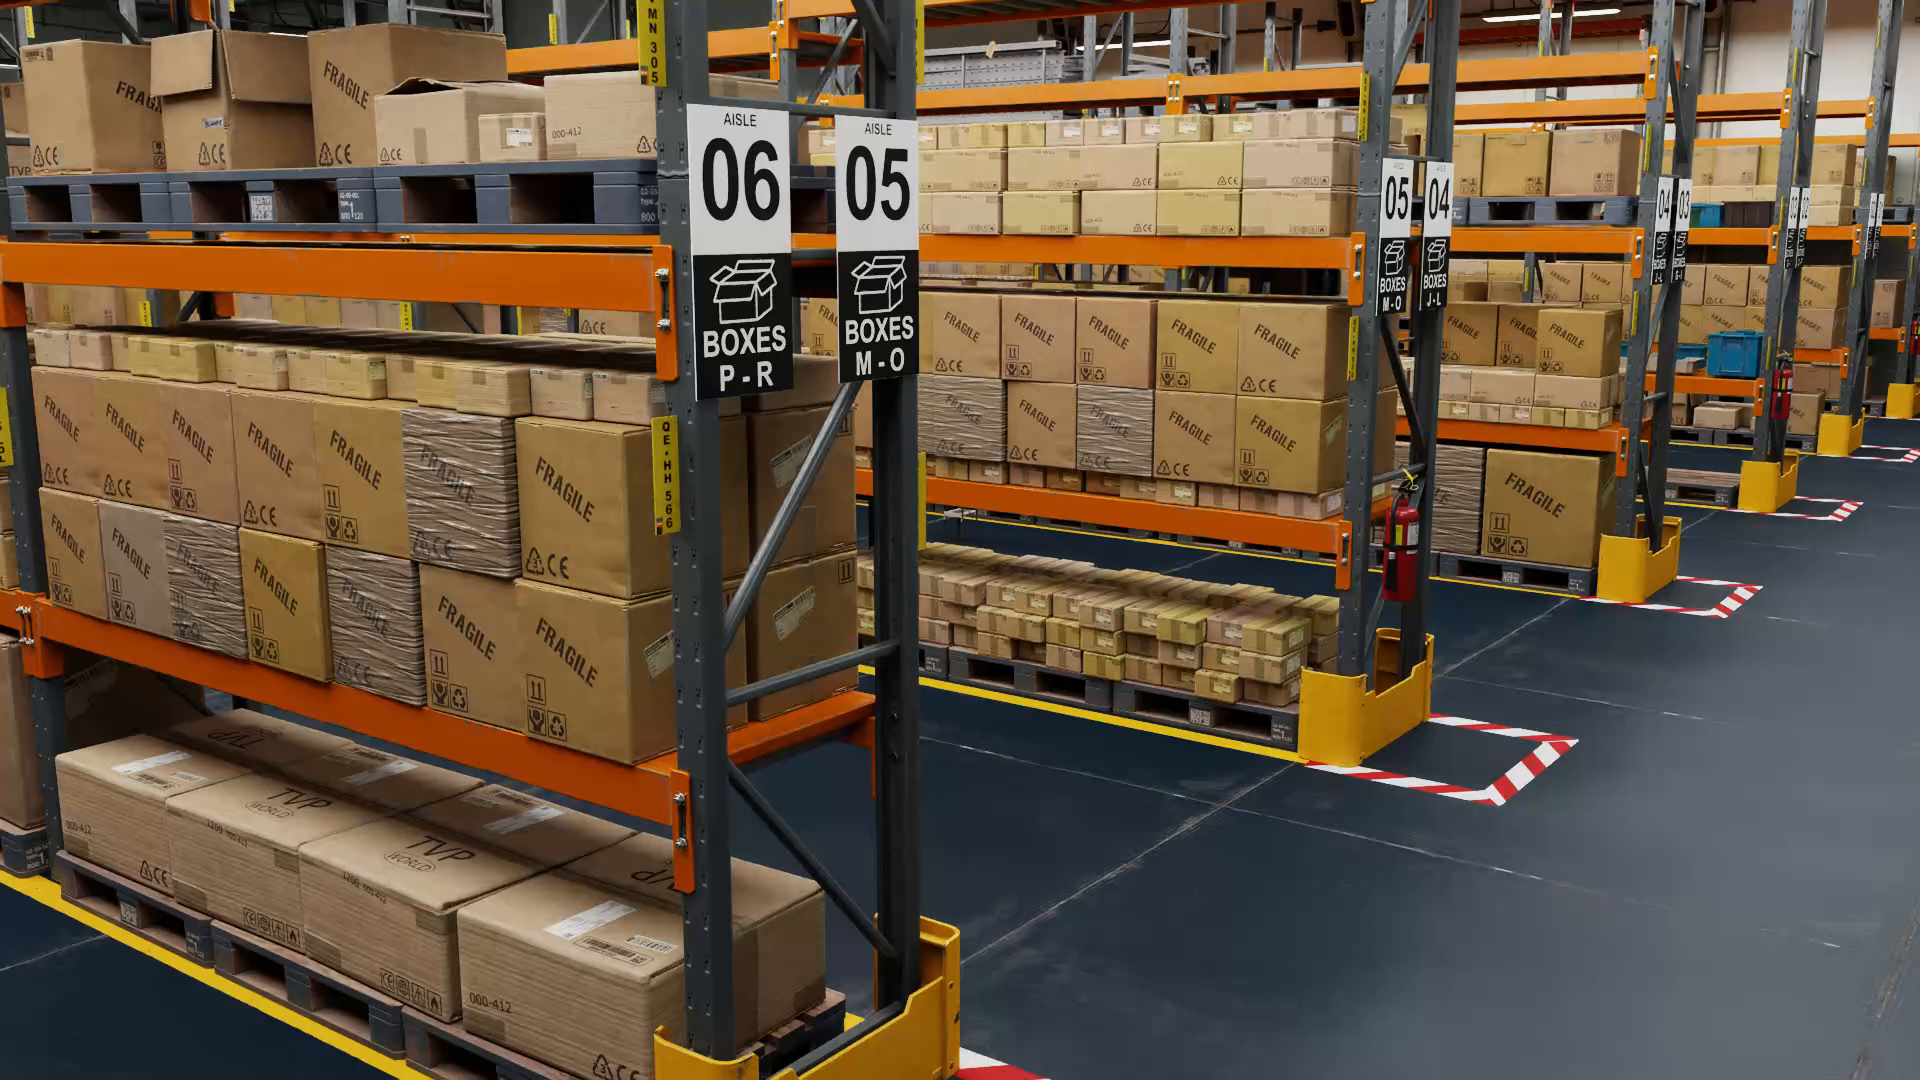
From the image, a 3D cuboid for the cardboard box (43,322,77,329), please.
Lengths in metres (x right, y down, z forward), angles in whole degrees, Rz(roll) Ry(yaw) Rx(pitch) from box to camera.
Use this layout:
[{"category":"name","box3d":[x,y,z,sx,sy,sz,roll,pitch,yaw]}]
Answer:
[{"category":"cardboard box","box3d":[-8.915,-1.989,17.237,0.500,0.550,0.875,8,13,36]}]

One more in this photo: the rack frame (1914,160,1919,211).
[{"category":"rack frame","box3d":[14.183,-6.313,24.191,0.127,3.000,1.000,8,13,36]}]

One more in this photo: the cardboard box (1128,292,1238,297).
[{"category":"cardboard box","box3d":[1.349,-1.240,10.081,0.500,0.500,0.500,8,13,34]}]

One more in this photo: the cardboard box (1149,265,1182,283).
[{"category":"cardboard box","box3d":[3.947,-5.027,31.705,0.500,0.500,0.500,8,13,35]}]

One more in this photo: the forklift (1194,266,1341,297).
[{"category":"forklift","box3d":[3.032,-1.837,17.027,3.031,2.935,1.130,9,14,38]}]

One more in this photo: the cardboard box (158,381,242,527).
[{"category":"cardboard box","box3d":[-2.652,-0.358,6.306,0.500,0.500,0.500,8,14,37]}]

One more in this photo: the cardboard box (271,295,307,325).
[{"category":"cardboard box","box3d":[-5.669,-2.008,14.834,0.500,0.500,0.700,8,13,35]}]

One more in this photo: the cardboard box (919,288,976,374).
[{"category":"cardboard box","box3d":[-0.207,-1.337,10.583,0.500,0.500,0.500,7,13,34]}]

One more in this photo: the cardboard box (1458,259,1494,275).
[{"category":"cardboard box","box3d":[8.788,-4.634,28.232,0.500,0.250,0.500,8,14,36]}]

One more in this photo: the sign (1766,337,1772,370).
[{"category":"sign","box3d":[8.007,-1.845,16.460,0.005,0.325,0.100,8,13,36]}]

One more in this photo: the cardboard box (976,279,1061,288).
[{"category":"cardboard box","box3d":[0.587,-2.301,16.342,0.637,0.503,0.797,8,14,37]}]

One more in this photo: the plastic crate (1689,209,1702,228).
[{"category":"plastic crate","box3d":[7.355,-3.287,17.003,0.336,0.188,0.450,8,13,36]}]

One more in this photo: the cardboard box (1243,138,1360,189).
[{"category":"cardboard box","box3d":[1.848,-2.002,8.883,0.500,0.250,0.500,7,13,34]}]

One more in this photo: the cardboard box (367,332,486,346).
[{"category":"cardboard box","box3d":[-2.066,-0.719,6.467,0.250,0.149,0.380,8,14,36]}]

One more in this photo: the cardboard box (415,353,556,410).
[{"category":"cardboard box","box3d":[-1.541,-0.519,5.434,0.250,0.149,0.380,8,14,37]}]

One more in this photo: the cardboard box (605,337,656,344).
[{"category":"cardboard box","box3d":[-2.591,-1.519,13.193,0.250,0.149,0.380,8,14,36]}]

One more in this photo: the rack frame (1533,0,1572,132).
[{"category":"rack frame","box3d":[8.030,-6.004,22.593,0.127,3.000,1.000,8,13,36]}]

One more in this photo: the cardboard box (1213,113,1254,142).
[{"category":"cardboard box","box3d":[1.580,-2.249,9.109,0.250,0.149,0.380,7,13,34]}]

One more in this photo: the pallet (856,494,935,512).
[{"category":"pallet","box3d":[-0.470,-0.523,17.397,1.213,0.211,1.003,8,13,36]}]

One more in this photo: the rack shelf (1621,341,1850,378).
[{"category":"rack shelf","box3d":[9.642,-2.481,22.069,4.000,0.370,1.077,8,13,36]}]

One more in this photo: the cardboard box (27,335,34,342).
[{"category":"cardboard box","box3d":[-4.716,-0.769,8.430,0.500,0.500,0.500,8,13,34]}]

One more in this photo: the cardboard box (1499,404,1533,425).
[{"category":"cardboard box","box3d":[4.492,-1.017,13.269,0.250,0.149,0.380,8,14,36]}]

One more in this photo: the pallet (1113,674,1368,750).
[{"category":"pallet","box3d":[1.675,0.919,9.944,1.213,0.211,1.003,8,13,36]}]

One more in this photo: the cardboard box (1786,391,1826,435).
[{"category":"cardboard box","box3d":[10.670,-1.621,21.155,0.500,0.500,0.500,8,13,36]}]

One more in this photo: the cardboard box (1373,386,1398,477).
[{"category":"cardboard box","box3d":[2.172,-0.633,9.577,0.500,0.500,0.500,9,14,38]}]

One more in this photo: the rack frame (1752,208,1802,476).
[{"category":"rack frame","box3d":[8.319,-1.851,16.921,0.127,3.000,1.000,8,13,36]}]

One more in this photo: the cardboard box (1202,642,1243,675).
[{"category":"cardboard box","box3d":[1.597,0.649,9.613,0.250,0.149,0.380,8,13,34]}]

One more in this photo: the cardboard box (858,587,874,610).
[{"category":"cardboard box","box3d":[-0.494,0.357,11.122,0.250,0.149,0.380,8,14,36]}]

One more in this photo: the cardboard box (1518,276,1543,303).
[{"category":"cardboard box","box3d":[9.621,-4.149,27.701,0.500,0.500,0.500,8,14,36]}]

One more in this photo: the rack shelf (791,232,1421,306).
[{"category":"rack shelf","box3d":[0.758,-1.689,10.081,4.000,0.370,1.077,8,13,36]}]

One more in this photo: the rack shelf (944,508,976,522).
[{"category":"rack shelf","box3d":[0.007,-0.231,15.200,0.200,0.077,0.258,8,13,36]}]

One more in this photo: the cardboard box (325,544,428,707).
[{"category":"cardboard box","box3d":[-1.840,0.247,5.815,0.500,0.500,0.500,8,14,37]}]

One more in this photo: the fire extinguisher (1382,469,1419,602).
[{"category":"fire extinguisher","box3d":[2.300,-0.025,8.666,0.183,0.674,0.296,8,13,36]}]

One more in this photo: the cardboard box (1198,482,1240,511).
[{"category":"cardboard box","box3d":[1.551,-0.274,9.433,0.250,0.149,0.380,8,13,35]}]

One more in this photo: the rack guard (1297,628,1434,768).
[{"category":"rack guard","box3d":[2.309,0.874,9.417,0.348,0.500,1.175,8,13,36]}]

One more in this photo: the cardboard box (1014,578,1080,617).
[{"category":"cardboard box","box3d":[0.546,0.357,10.341,0.250,0.149,0.380,8,14,36]}]

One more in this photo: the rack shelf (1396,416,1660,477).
[{"category":"rack shelf","box3d":[3.776,-0.964,14.232,4.000,0.370,1.077,8,13,36]}]

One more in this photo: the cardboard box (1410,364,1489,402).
[{"category":"cardboard box","box3d":[4.021,-1.293,13.650,0.500,0.250,0.500,7,13,34]}]

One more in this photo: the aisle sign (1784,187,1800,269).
[{"category":"aisle sign","box3d":[8.204,-3.074,16.400,0.004,0.787,0.394,8,13,36]}]

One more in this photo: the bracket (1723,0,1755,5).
[{"category":"bracket","box3d":[12.160,-8.483,25.929,0.430,0.232,0.235,8,13,36]}]

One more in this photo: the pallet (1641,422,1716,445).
[{"category":"pallet","box3d":[9.571,-1.475,22.319,1.213,0.211,1.003,8,13,36]}]

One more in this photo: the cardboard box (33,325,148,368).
[{"category":"cardboard box","box3d":[-3.601,-0.809,6.929,0.250,0.149,0.380,8,13,35]}]

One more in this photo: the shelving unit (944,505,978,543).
[{"category":"shelving unit","box3d":[0.007,-0.441,15.160,0.210,0.900,0.258,8,13,36]}]

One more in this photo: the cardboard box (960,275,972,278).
[{"category":"cardboard box","box3d":[0.214,-4.466,28.468,0.250,0.149,0.380,8,14,37]}]

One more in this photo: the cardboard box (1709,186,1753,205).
[{"category":"cardboard box","box3d":[9.885,-4.385,21.201,0.500,0.250,0.500,8,13,36]}]

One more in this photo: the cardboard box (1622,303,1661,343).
[{"category":"cardboard box","box3d":[9.096,-2.895,22.054,0.500,0.500,0.500,8,13,35]}]

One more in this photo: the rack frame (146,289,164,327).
[{"category":"rack frame","box3d":[-7.302,-1.694,16.109,0.127,3.000,1.000,8,13,36]}]

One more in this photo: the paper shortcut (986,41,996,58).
[{"category":"paper shortcut","box3d":[0.315,-4.938,16.716,0.078,0.170,0.009,38,38,19]}]

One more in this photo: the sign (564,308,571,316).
[{"category":"sign","box3d":[-4.599,-2.783,19.459,0.005,0.325,0.100,8,13,36]}]

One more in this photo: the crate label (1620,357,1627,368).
[{"category":"crate label","box3d":[7.091,-1.877,17.593,0.243,0.136,0.396,8,13,36]}]

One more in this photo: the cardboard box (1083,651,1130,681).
[{"category":"cardboard box","box3d":[0.944,0.720,10.030,0.250,0.149,0.380,7,13,33]}]

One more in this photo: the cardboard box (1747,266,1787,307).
[{"category":"cardboard box","box3d":[10.325,-3.214,21.068,0.500,0.500,0.500,8,14,37]}]

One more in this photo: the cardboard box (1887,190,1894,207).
[{"category":"cardboard box","box3d":[13.740,-5.142,25.059,0.500,0.250,0.500,9,14,38]}]

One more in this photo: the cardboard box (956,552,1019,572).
[{"category":"cardboard box","box3d":[0.184,0.198,11.165,0.250,0.149,0.380,8,14,37]}]

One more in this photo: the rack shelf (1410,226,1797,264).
[{"category":"rack shelf","box3d":[6.707,-3.195,17.866,4.000,0.370,1.077,8,13,36]}]

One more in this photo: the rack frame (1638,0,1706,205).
[{"category":"rack frame","box3d":[5.388,-4.038,12.431,0.127,3.000,1.000,8,13,36]}]

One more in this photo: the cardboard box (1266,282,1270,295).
[{"category":"cardboard box","box3d":[5.897,-4.786,30.672,0.500,0.500,0.700,10,15,43]}]

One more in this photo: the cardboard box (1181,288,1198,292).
[{"category":"cardboard box","box3d":[3.444,-3.744,26.440,0.500,0.500,0.500,7,13,33]}]

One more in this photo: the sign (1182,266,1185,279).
[{"category":"sign","box3d":[4.196,-5.058,31.218,0.005,0.325,0.100,8,13,36]}]
